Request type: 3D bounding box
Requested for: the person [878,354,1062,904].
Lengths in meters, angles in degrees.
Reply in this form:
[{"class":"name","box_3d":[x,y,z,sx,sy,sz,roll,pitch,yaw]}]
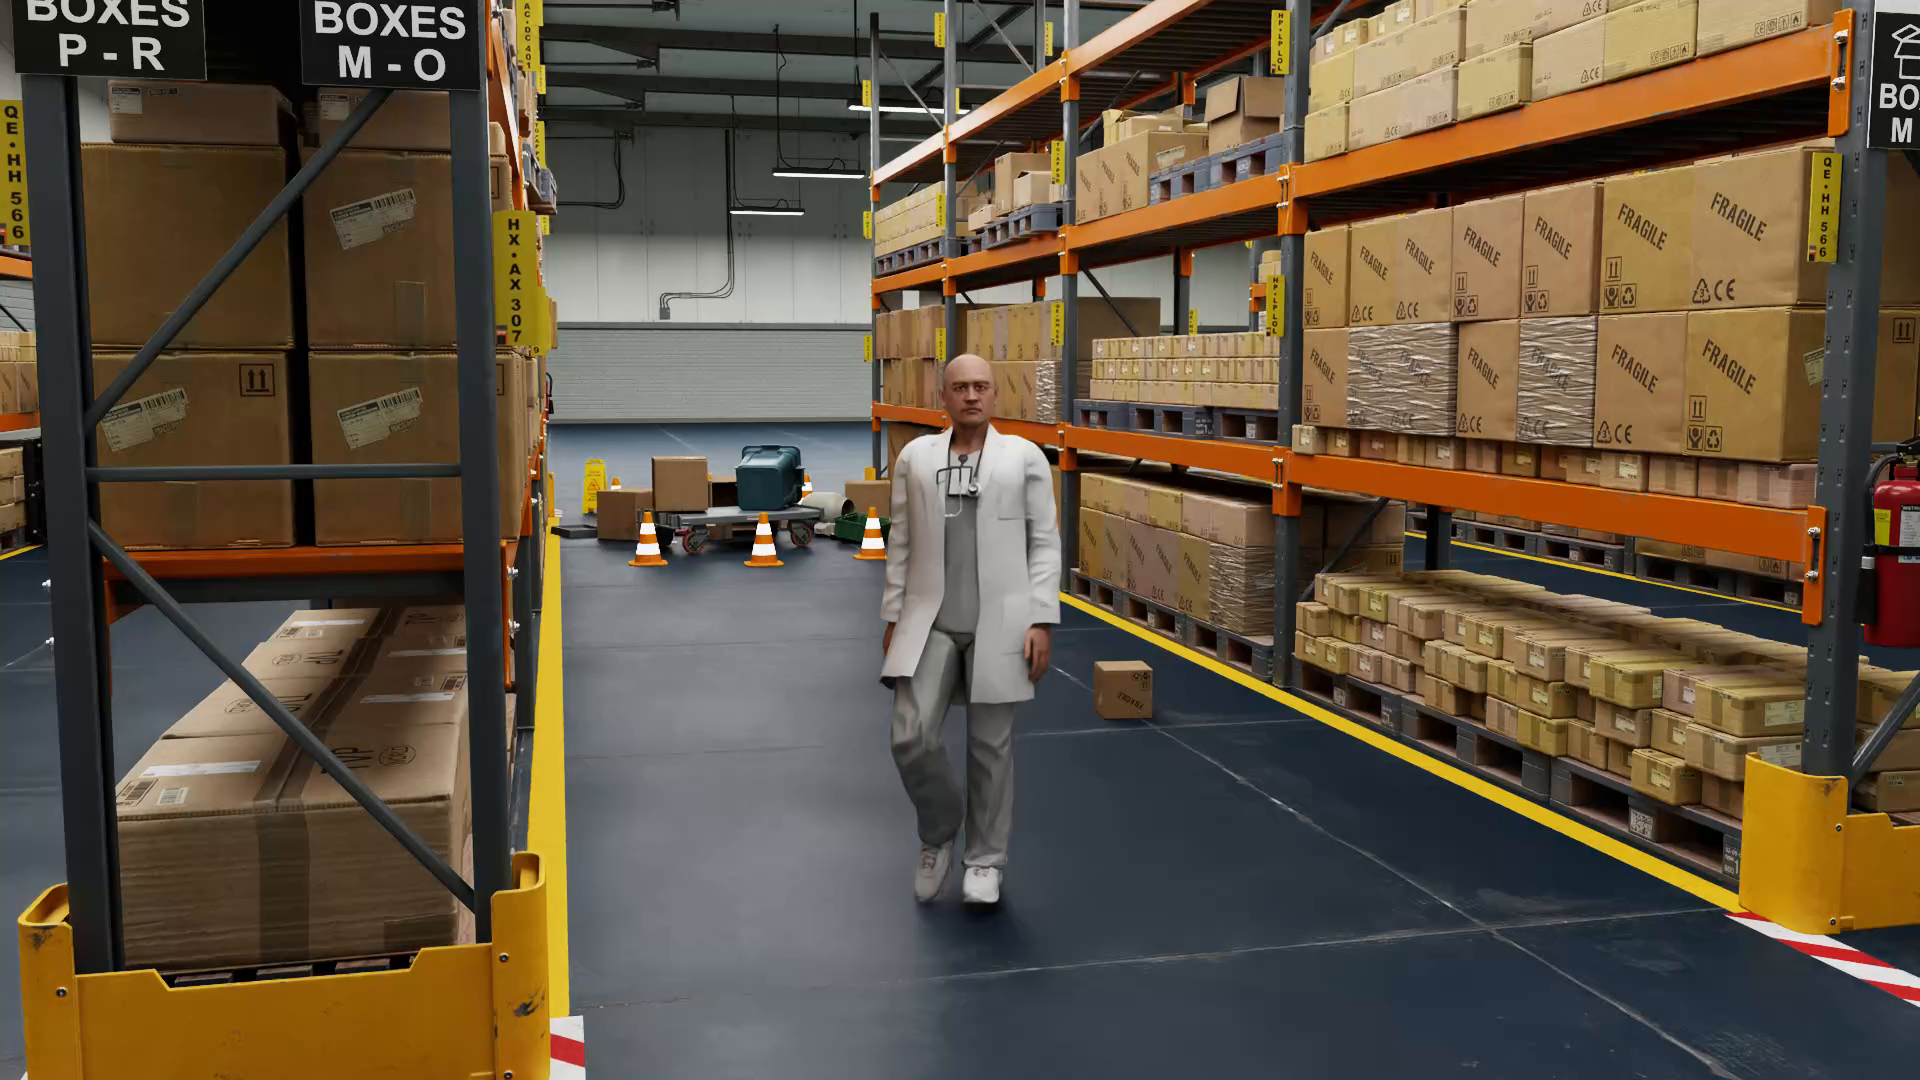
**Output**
[{"class":"person","box_3d":[0.019,0.304,5.354,0.610,1.796,0.480,1,6,8]}]
